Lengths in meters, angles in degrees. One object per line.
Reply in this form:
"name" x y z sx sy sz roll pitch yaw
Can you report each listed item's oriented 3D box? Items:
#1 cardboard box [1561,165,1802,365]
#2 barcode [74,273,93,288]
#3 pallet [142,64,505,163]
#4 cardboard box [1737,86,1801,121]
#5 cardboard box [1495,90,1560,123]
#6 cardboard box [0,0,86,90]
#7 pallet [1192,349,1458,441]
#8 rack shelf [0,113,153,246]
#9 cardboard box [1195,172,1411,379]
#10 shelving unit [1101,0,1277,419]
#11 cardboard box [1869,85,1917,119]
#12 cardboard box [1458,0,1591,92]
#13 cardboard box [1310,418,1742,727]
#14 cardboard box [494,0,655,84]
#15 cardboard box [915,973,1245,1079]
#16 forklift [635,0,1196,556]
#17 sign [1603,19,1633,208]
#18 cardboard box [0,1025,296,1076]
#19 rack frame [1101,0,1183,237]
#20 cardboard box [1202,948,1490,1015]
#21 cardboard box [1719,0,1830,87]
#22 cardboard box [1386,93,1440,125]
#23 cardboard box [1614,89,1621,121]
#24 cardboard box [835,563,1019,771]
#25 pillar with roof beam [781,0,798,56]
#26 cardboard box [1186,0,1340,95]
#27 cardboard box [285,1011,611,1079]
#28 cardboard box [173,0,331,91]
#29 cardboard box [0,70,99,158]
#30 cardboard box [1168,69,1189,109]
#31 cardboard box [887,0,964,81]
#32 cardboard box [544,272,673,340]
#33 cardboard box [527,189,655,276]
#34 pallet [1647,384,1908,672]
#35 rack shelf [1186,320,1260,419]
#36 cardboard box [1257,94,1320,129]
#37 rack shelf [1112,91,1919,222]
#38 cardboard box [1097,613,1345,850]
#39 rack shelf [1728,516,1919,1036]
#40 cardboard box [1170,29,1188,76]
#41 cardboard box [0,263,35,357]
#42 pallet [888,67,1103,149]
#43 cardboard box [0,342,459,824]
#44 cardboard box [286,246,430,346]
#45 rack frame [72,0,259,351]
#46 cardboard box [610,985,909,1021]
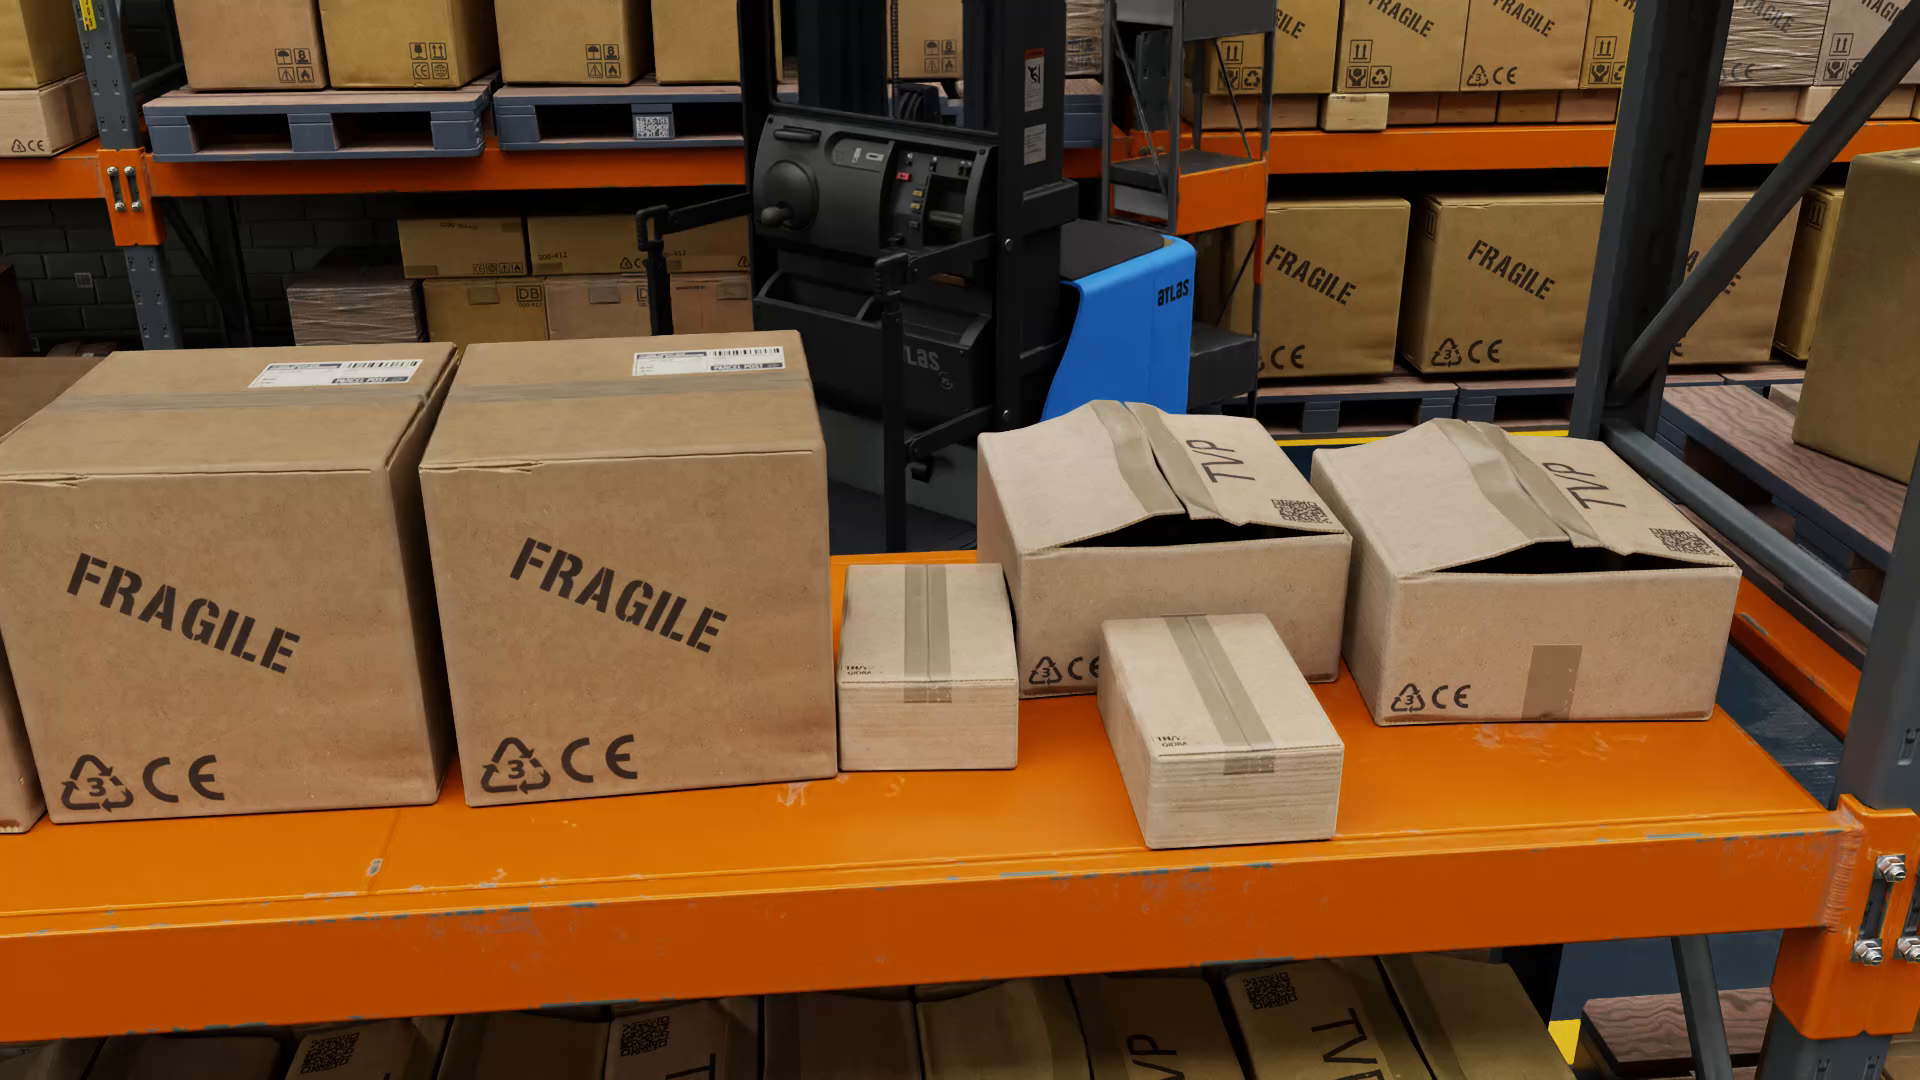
"cardboard box" 3.186 -1.265 7.532 0.750 0.750 0.750 -2 24 -4
"barcode" -3.818 -1.132 7.245 0.075 0.075 0.001 -2 24 -5
"pallet" -2.482 -1.735 6.697 1.213 0.211 1.003 -2 24 -5
"cardboard box" 3.378 -1.908 7.134 0.250 0.149 0.380 -2 24 -5
"cardboard box" 2.352 -1.887 7.088 0.250 0.149 0.380 -2 24 -4
"cardboard box" -3.697 -1.990 6.272 0.500 0.500 0.500 -2 24 -5
"pallet" 1.516 -0.738 7.649 1.213 0.211 1.003 -2 24 -5
"rack shelf" -5.247 -1.443 6.688 4.000 0.370 1.077 -2 24 -5
"cardboard box" 1.469 -1.197 7.379 0.750 0.750 0.750 -3 24 -6
"shelving unit" 0.873 -1.263 6.485 0.503 2.100 0.431 -18 28 -34
"cardboard box" 3.885 -1.925 7.173 0.250 0.149 0.380 -2 24 -3
"cardboard box" 2.248 -2.154 6.889 0.500 0.500 0.500 -2 24 -5
"cardboard box" 0.848 0.029 2.602 0.500 0.311 0.500 -1 24 -2
"cardboard box" -1.538 -2.163 6.758 0.500 0.500 0.700 1 24 2
"cardboard box" 0.201 0.944 2.612 0.500 0.311 0.500 -3 24 -6
"forklift" -0.423 -1.108 5.134 1.130 2.935 3.031 18 29 34
"sign" 1.152 -0.721 2.850 0.005 0.325 0.100 -2 24 -5
"cardboard box" -1.377 0.785 2.969 0.500 0.311 0.500 -2 24 -5
"rack frame" 0.680 -1.202 6.349 0.015 2.100 0.400 -18 28 -34
"cardboard box" 0.664 0.702 3.156 0.500 0.311 0.500 -1 24 -3
"cardboard box" 3.262 -2.200 6.992 0.500 0.500 0.500 -2 24 -5
"cardboard box" 1.837 -1.867 7.043 0.250 0.149 0.380 -3 24 -6
"cardboard box" 2.862 -1.898 7.112 0.250 0.149 0.380 -2 24 -3
"cardboard box" -0.049 0.180 2.462 0.250 0.149 0.380 -1 24 -1
"pillar with roof beam" -0.232 -3.310 2.617 0.400 9.000 9.100 -2 24 -5
"cardboard box" 1.232 -2.117 6.807 0.500 0.500 0.500 -2 24 -4
"cardboard box" -0.801 0.982 2.526 0.500 0.311 0.500 -2 24 -4
"cardboard box" -2.747 -2.104 6.627 0.500 0.500 0.700 -2 24 -5
"cardboard box" -3.698 -1.650 6.430 0.500 0.250 0.500 -2 24 -5
"cardboard box" 1.023 -2.022 7.390 0.250 0.149 0.380 -2 24 -4
"cardboard box" -0.296 -2.201 6.845 0.500 0.500 0.700 -5 24 -10
"cardboard box" -1.505 -0.991 7.322 0.500 0.500 0.700 -2 24 -5
"cardboard box" -1.571 -1.330 7.162 0.500 0.250 0.500 -3 24 -7
"pallet" 1.882 0.024 2.740 1.003 0.211 1.213 -2 24 -5
"rack shelf" 0.887 -0.605 6.760 0.480 0.518 0.431 -18 28 -34
"cardboard box" 1.326 -1.831 6.961 0.250 0.149 0.380 -2 24 -4
"rack shelf" 2.714 -1.762 7.407 4.000 0.370 1.077 -2 24 -5
"cardboard box" 0.347 0.254 2.295 0.250 0.149 0.380 -2 24 -5
"rack shelf" 3.205 0.240 2.902 4.000 0.370 1.077 -2 24 -5
"cardboard box" 1.168 -2.327 7.278 0.500 0.500 0.500 -2 24 -5
"cardboard box" -4.286 -0.852 7.010 0.500 0.500 0.500 -4 24 -9
"pallet" 0.025 -1.852 6.959 1.003 0.211 1.213 -2 24 -5
"cardboard box" -0.978 0.040 2.343 0.500 0.500 0.500 -2 24 -5
"cardboard box" -2.526 -0.946 7.221 0.500 0.500 0.700 -1 24 -3
"rack frame" -3.257 -1.851 6.722 0.127 3.000 1.000 -2 24 -5
"cardboard box" -0.365 0.746 3.057 0.500 0.311 0.500 -3 24 -7
